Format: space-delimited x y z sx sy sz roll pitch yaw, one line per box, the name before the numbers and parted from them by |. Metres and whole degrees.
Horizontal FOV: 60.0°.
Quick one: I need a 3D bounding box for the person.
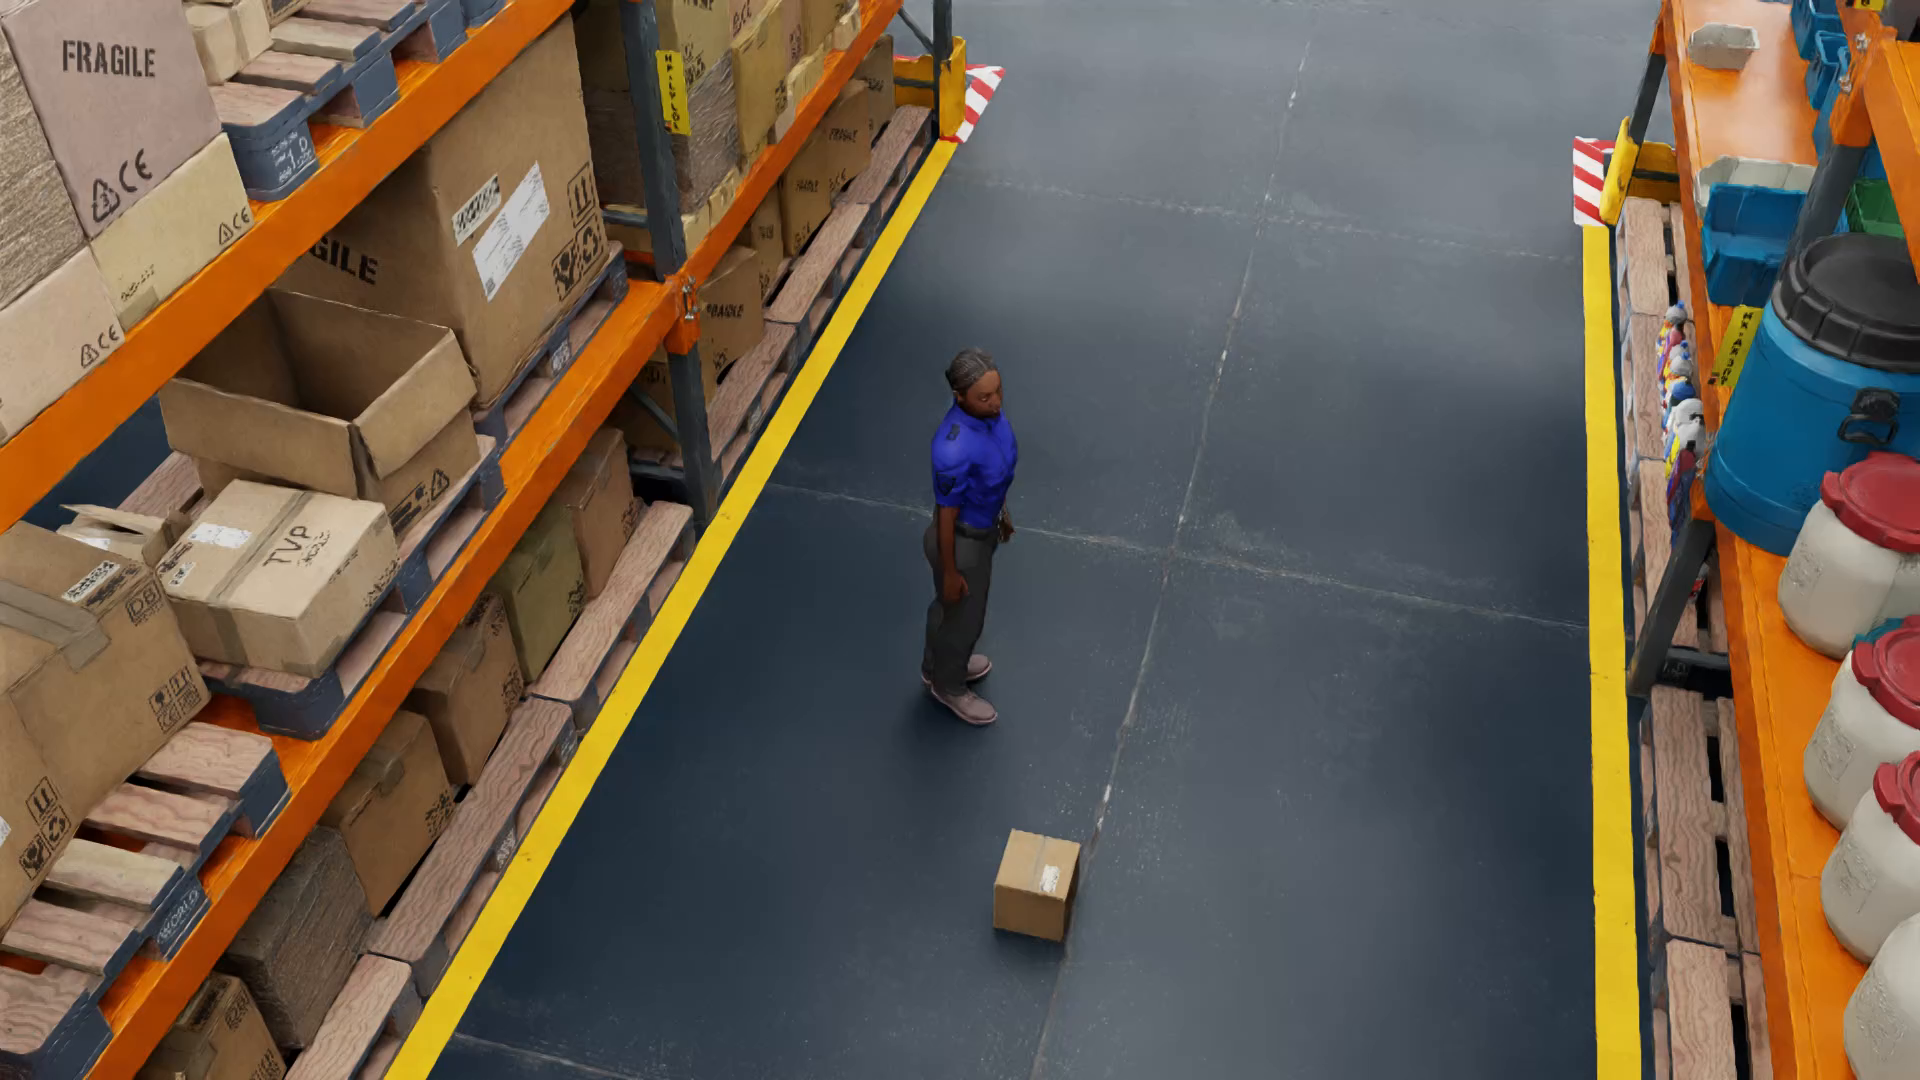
person | 0.018 -0.012 6.162 0.361 1.668 0.483 9 42 11
